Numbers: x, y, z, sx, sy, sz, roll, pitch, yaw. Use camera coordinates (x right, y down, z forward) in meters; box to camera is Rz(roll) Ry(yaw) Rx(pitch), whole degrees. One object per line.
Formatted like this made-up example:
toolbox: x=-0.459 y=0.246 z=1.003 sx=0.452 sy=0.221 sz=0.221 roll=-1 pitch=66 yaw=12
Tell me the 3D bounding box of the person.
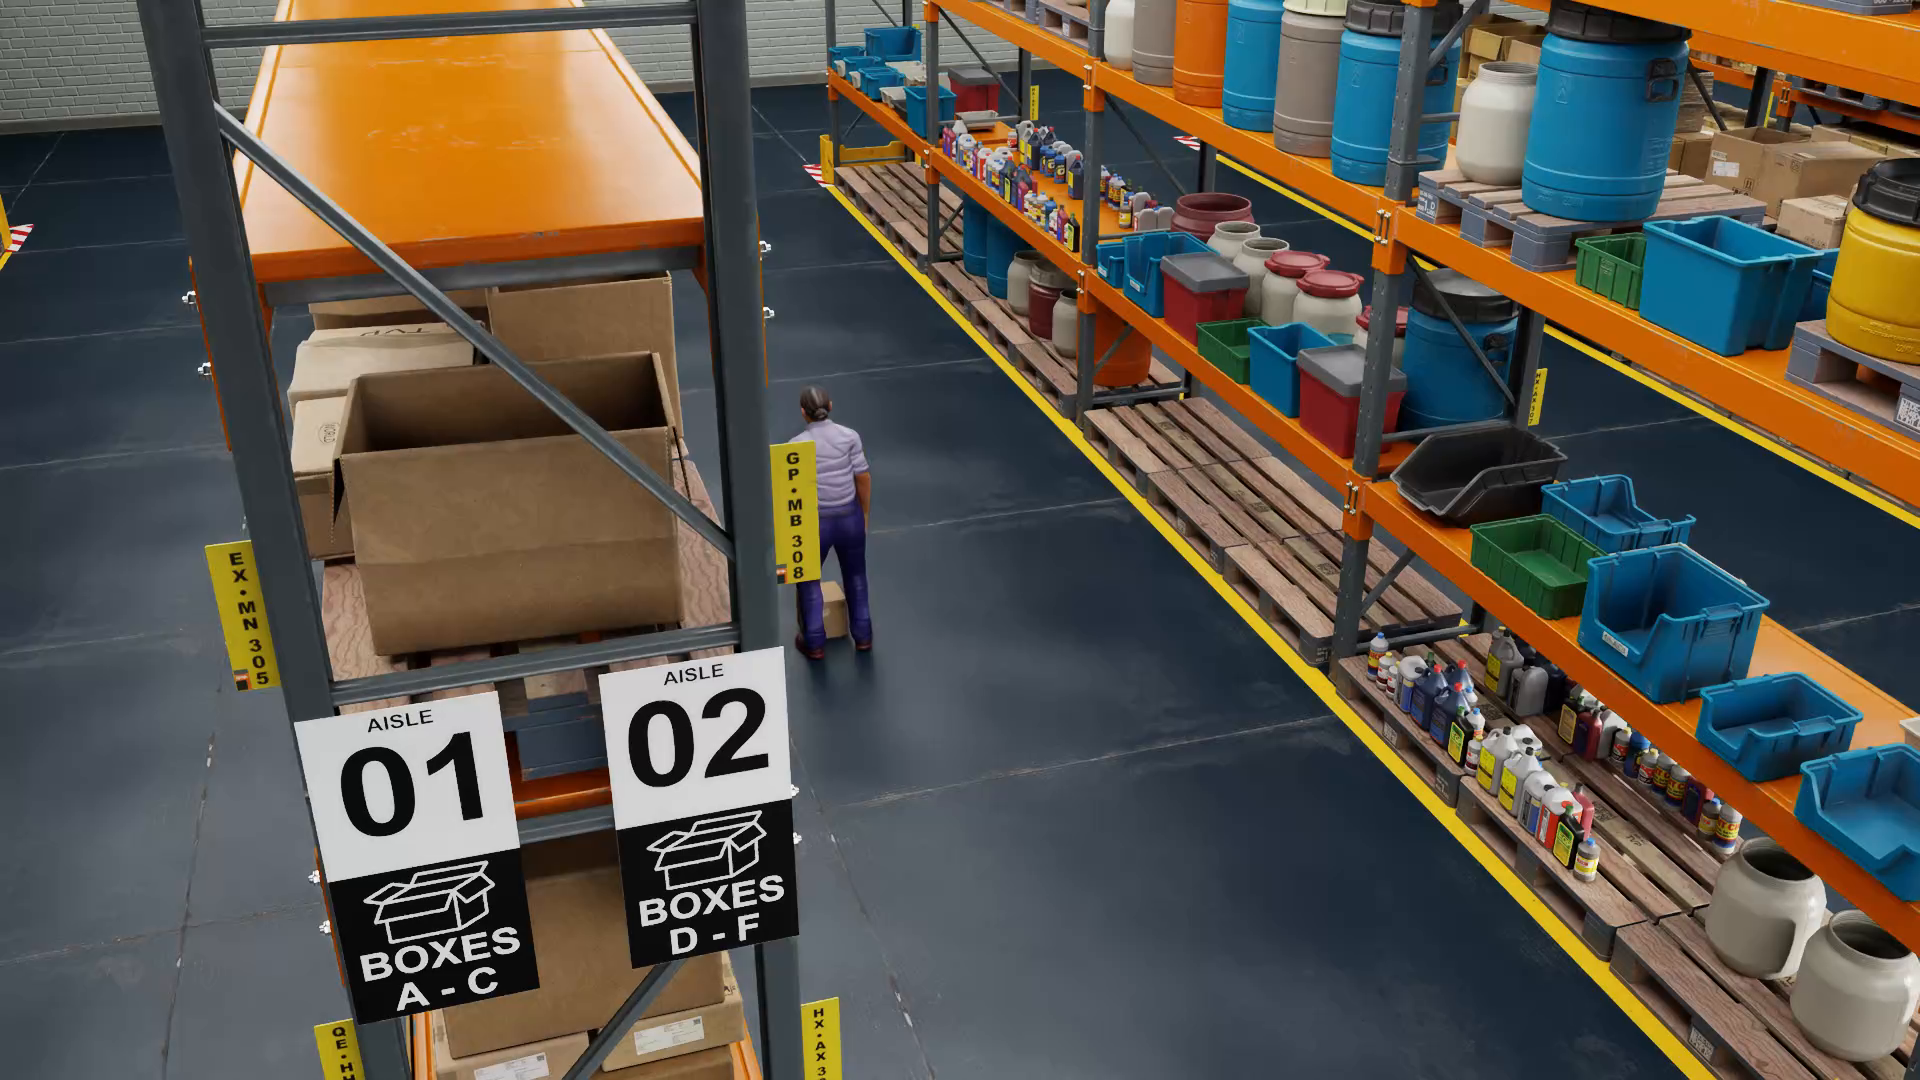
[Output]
person: x=-0.752 y=-0.095 z=9.550 sx=0.549 sy=1.650 sz=0.367 roll=-10 pitch=28 yaw=-18
